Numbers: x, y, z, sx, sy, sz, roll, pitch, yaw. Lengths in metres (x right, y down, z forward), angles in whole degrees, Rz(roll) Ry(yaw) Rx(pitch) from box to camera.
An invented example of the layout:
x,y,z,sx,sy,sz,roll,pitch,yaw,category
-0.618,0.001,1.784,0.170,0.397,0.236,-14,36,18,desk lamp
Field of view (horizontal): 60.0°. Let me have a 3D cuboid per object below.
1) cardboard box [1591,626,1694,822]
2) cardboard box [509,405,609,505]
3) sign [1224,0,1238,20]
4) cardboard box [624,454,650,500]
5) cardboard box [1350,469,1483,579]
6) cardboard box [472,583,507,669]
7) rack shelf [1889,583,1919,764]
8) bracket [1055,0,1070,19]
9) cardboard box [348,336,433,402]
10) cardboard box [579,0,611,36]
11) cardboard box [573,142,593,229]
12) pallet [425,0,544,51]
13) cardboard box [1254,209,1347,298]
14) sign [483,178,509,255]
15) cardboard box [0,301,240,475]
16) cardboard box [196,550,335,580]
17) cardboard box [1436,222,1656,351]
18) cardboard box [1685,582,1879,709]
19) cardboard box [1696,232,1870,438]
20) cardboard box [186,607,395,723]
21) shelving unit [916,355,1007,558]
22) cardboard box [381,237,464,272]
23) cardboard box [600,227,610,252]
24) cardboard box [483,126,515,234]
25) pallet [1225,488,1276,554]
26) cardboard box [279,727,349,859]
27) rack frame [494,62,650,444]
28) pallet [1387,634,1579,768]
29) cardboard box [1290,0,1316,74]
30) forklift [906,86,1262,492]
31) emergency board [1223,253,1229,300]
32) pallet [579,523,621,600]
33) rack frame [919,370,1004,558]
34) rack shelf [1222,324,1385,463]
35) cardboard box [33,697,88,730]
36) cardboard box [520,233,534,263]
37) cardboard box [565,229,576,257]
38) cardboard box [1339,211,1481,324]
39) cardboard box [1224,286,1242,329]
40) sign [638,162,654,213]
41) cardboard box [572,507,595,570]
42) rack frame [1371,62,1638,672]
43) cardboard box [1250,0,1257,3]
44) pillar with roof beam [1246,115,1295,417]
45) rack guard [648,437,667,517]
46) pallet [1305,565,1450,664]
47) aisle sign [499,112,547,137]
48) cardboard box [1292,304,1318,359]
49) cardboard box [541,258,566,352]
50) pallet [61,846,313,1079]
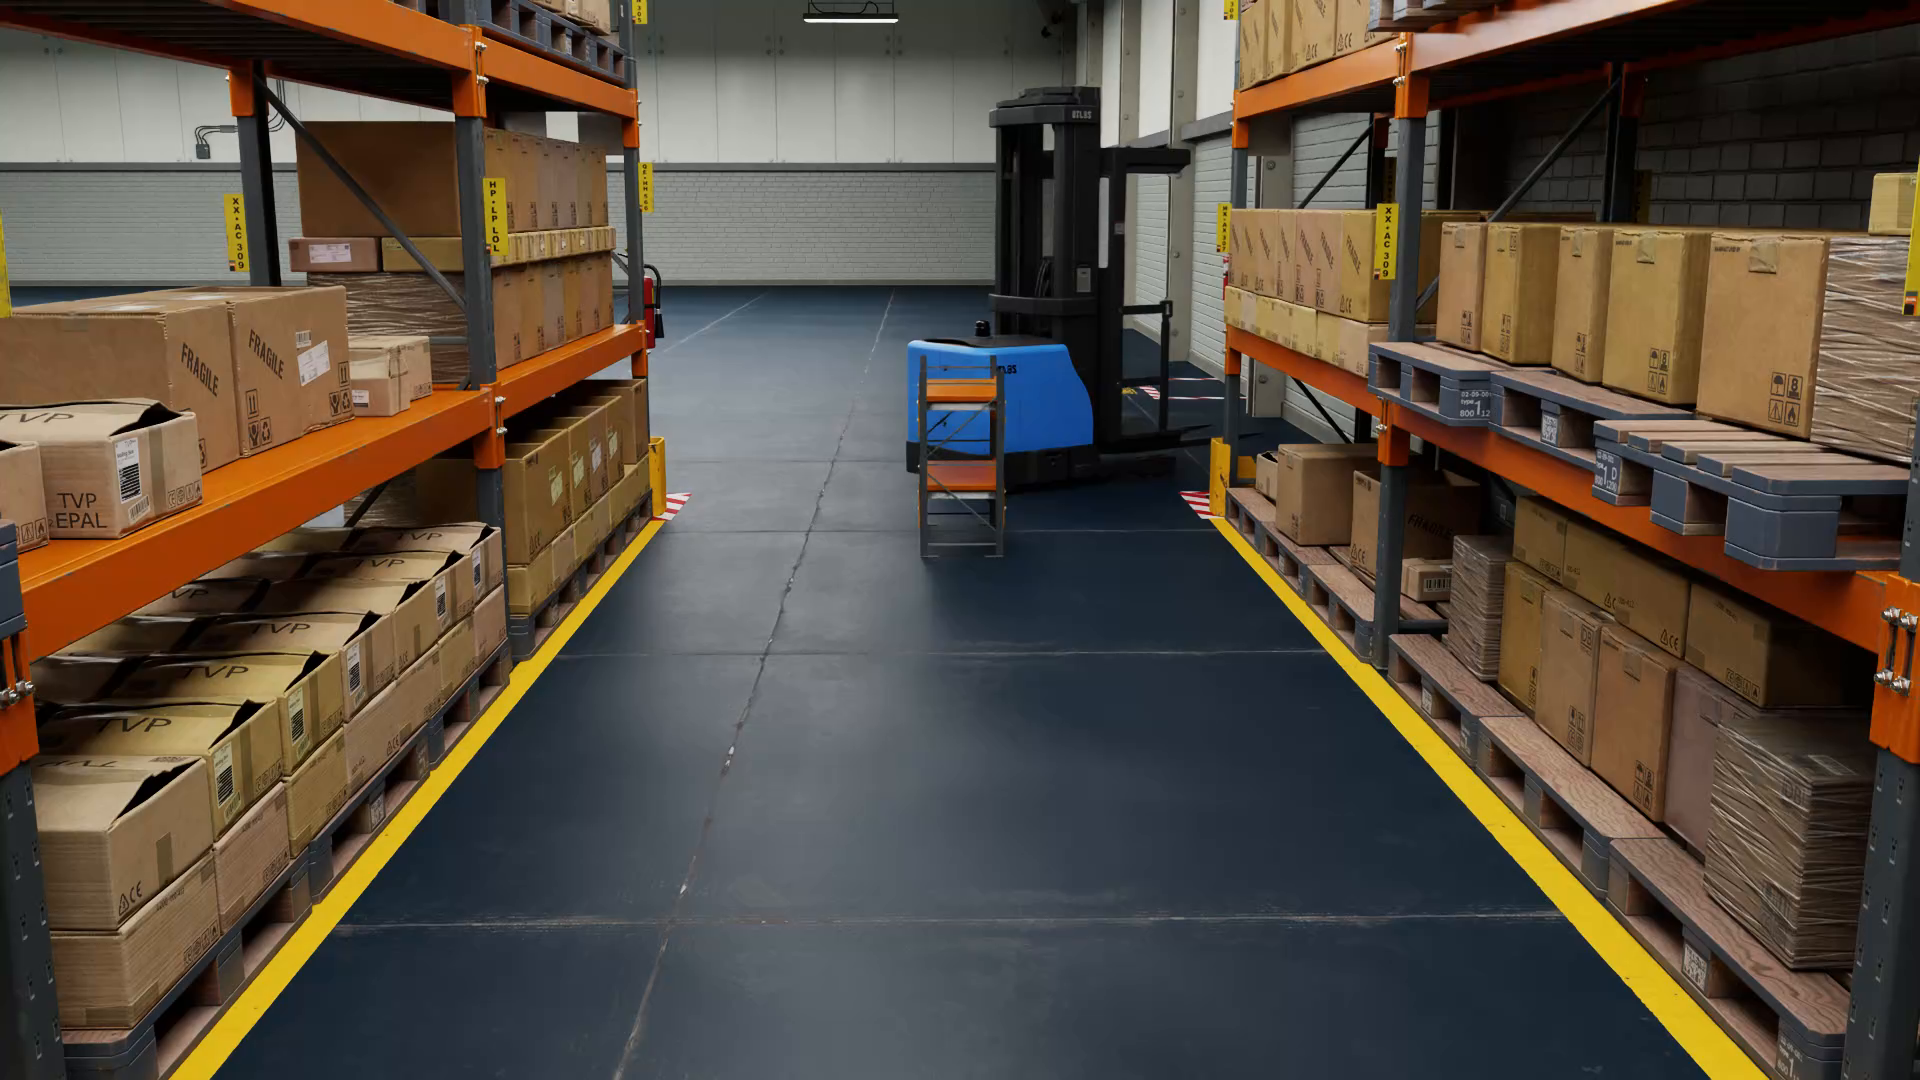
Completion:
x,y,z,sx,sy,sz,roll,pitch,yaw,category
2.488,0.579,5.344,0.700,0.500,0.500,0,11,-1,cardboard box
-2.277,-0.478,9.344,0.500,0.500,0.500,0,11,-1,cardboard box
1.780,-3.573,10.883,0.100,0.325,0.005,0,11,-1,sign
-2.323,-0.409,10.888,0.500,0.250,0.500,0,11,-1,cardboard box
2.344,-0.078,8.581,0.500,0.500,0.500,-1,12,-5,cardboard box
-2.249,0.362,7.088,0.500,0.250,0.500,0,11,-2,cardboard box
2.529,0.664,1.553,1.077,0.370,4.000,0,11,-1,rack shelf
2.289,-11.613,36.113,0.076,0.066,4.783,0,11,-1,bracket
-2.493,-0.689,6.790,0.500,0.250,0.500,0,11,2,cardboard box
-2.342,-3.099,9.714,0.500,0.250,0.500,0,11,-1,cardboard box
-2.615,-2.133,10.012,0.700,0.500,0.500,-1,11,-3,cardboard box
-2.591,-2.457,7.802,1.003,0.211,1.213,0,11,-1,pallet
2.037,-1.683,9.753,0.500,0.500,0.500,-1,11,-3,cardboard box
-2.005,-1.393,7.170,0.100,0.325,0.005,0,11,-1,sign
-2.515,-0.448,4.971,0.500,0.500,0.500,-1,11,-4,cardboard box
-2.782,0.189,6.532,0.500,0.311,0.500,0,11,-2,cardboard box
2.382,-1.045,6.807,0.700,0.500,0.500,0,11,-1,cardboard box
2.472,0.299,4.835,0.500,0.250,0.500,0,11,0,cardboard box
2.430,-0.555,4.395,0.700,0.500,0.500,-1,12,-7,cardboard box
-2.220,0.388,5.550,0.500,0.311,0.500,0,11,-2,cardboard box
0.000,-0.550,10.441,0.538,1.125,1.048,0,11,-1,shelving unit
-2.359,-1.282,7.449,0.380,0.149,0.250,0,11,-1,cardboard box
-2.425,-1.895,10.474,0.380,0.149,0.250,0,11,0,cardboard box
-2.574,-1.734,8.047,0.700,0.500,0.500,0,11,-1,cardboard box
2.306,-0.133,10.686,1.003,0.211,1.213,0,11,-1,pallet
-2.210,0.768,5.090,0.500,0.250,0.500,-1,11,-3,cardboard box
-2.630,-1.656,11.176,1.000,3.000,0.127,0,11,-1,rack frame
2.423,0.640,6.875,1.003,0.211,1.213,0,11,-1,pallet
2.102,-2.822,9.077,0.500,0.500,0.500,0,11,2,cardboard box
1.085,-1.992,13.005,3.031,2.935,1.130,-8,14,-34,forklift
3.065,-3.225,18.912,0.194,1.169,0.643,0,11,-1,emergency board
-2.550,0.105,9.512,1.003,0.211,1.213,0,11,-1,pallet
0.011,-0.449,9.943,0.500,1.125,0.032,0,11,-1,rack frame
2.364,-0.927,9.392,1.077,0.370,4.000,0,11,-1,rack shelf
-2.739,0.595,4.530,0.500,0.311,0.500,0,11,-2,cardboard box
-2.381,-1.485,8.450,0.380,0.149,0.250,-1,11,-3,cardboard box
-2.403,-1.690,9.462,0.380,0.149,0.250,0,11,0,cardboard box
2.087,-1.278,7.756,0.500,0.500,0.500,0,11,-1,cardboard box
2.015,-1.515,10.808,0.500,0.250,0.500,-1,11,-3,cardboard box
-2.087,-2.339,11.034,0.100,0.325,0.005,0,11,-1,sign
-2.264,-0.011,8.929,0.500,0.250,0.500,0,11,-1,cardboard box
2.406,-0.882,7.360,1.000,3.000,0.127,0,11,-1,rack frame
2.048,-3.518,9.995,0.500,0.500,0.500,0,11,-2,cardboard box
-1.226,-5.656,15.807,9.100,9.000,0.400,0,11,-1,pillar with roof beam
-2.630,-0.435,11.448,1.175,0.500,0.348,0,11,-1,rack guard
2.356,0.352,8.295,1.003,0.211,1.213,0,11,-1,pallet
-2.937,-2.941,10.975,0.394,0.787,0.004,0,11,-1,aisle sign
2.065,-1.110,8.812,0.500,0.250,0.500,0,11,-1,cardboard box
-2.598,-1.304,9.191,0.700,0.500,0.500,0,11,1,cardboard box
-2.442,1.137,4.422,1.003,0.211,1.213,0,11,-1,pallet
